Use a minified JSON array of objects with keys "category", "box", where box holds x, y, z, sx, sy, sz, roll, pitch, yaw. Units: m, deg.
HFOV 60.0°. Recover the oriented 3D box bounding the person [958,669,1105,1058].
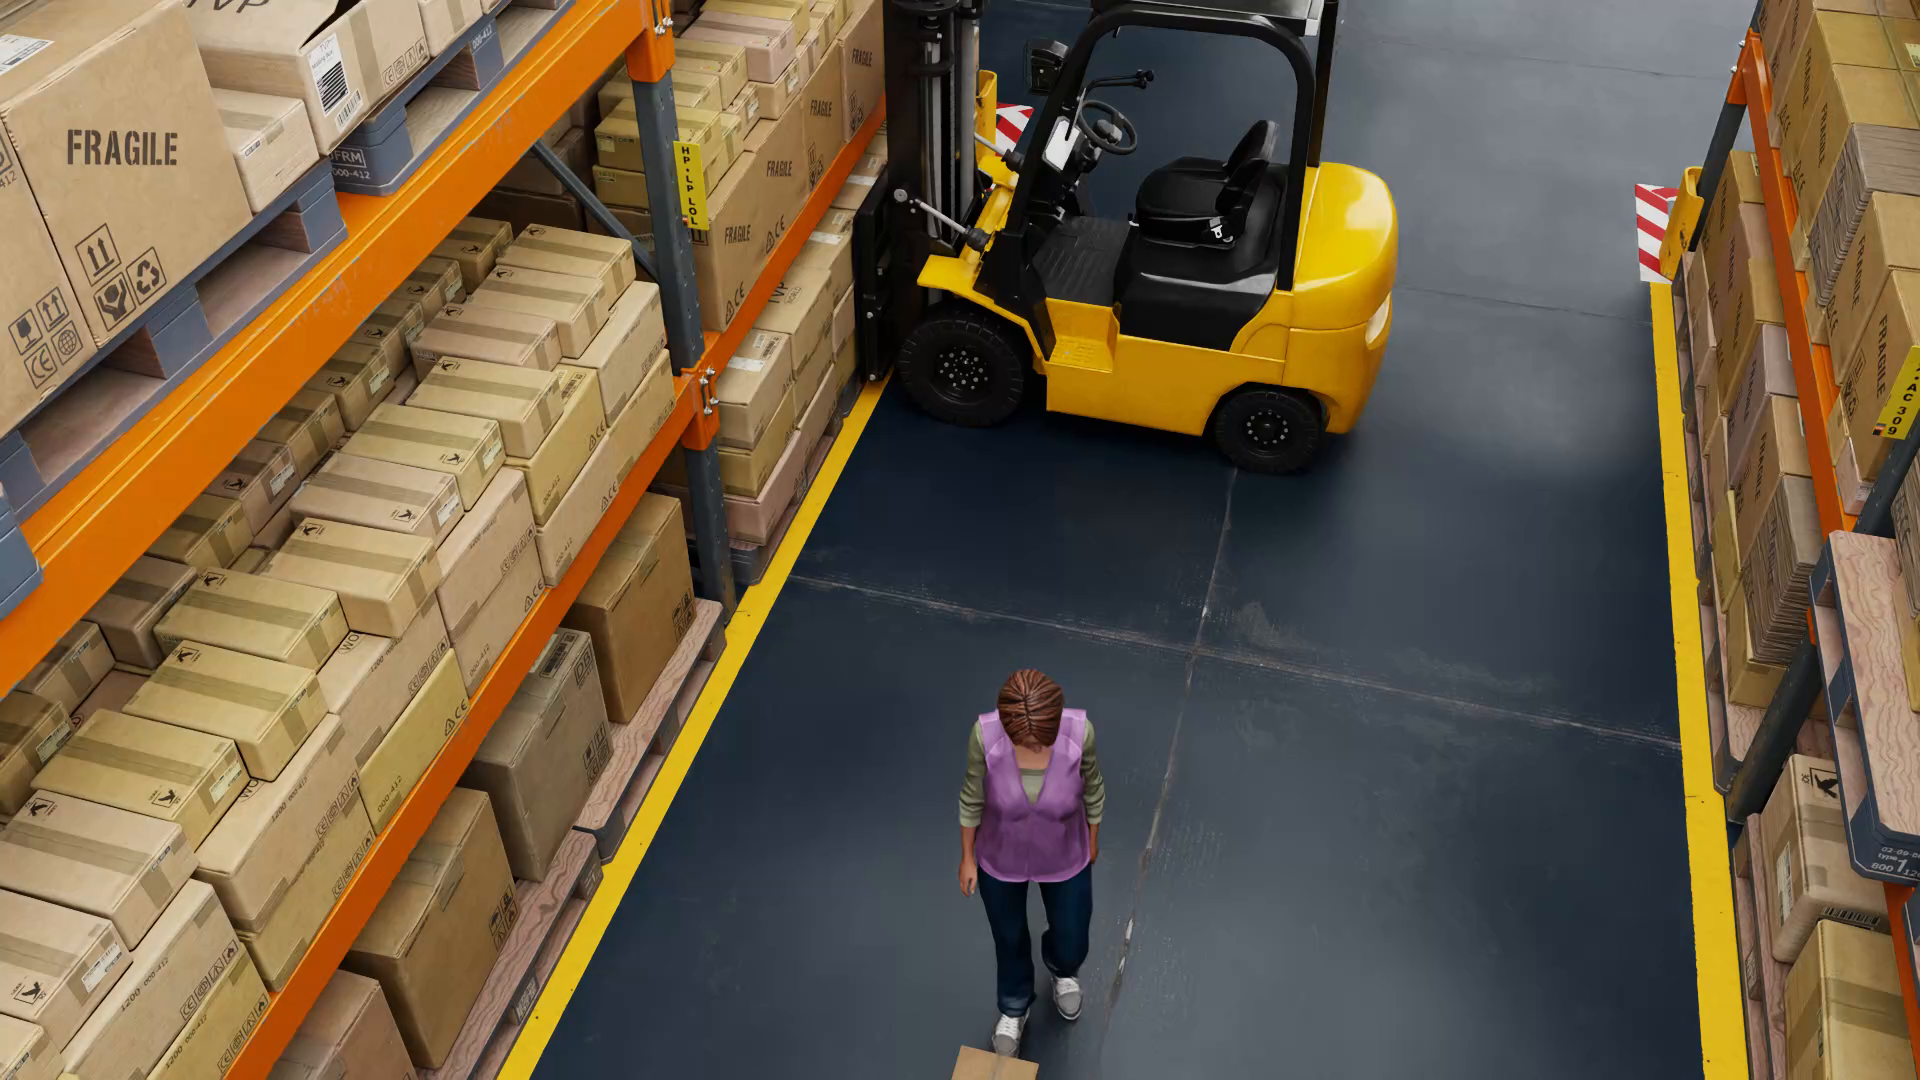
[{"category":"person","box":[0.207,0.991,5.027,0.432,1.588,0.425,3,42,4]}]
